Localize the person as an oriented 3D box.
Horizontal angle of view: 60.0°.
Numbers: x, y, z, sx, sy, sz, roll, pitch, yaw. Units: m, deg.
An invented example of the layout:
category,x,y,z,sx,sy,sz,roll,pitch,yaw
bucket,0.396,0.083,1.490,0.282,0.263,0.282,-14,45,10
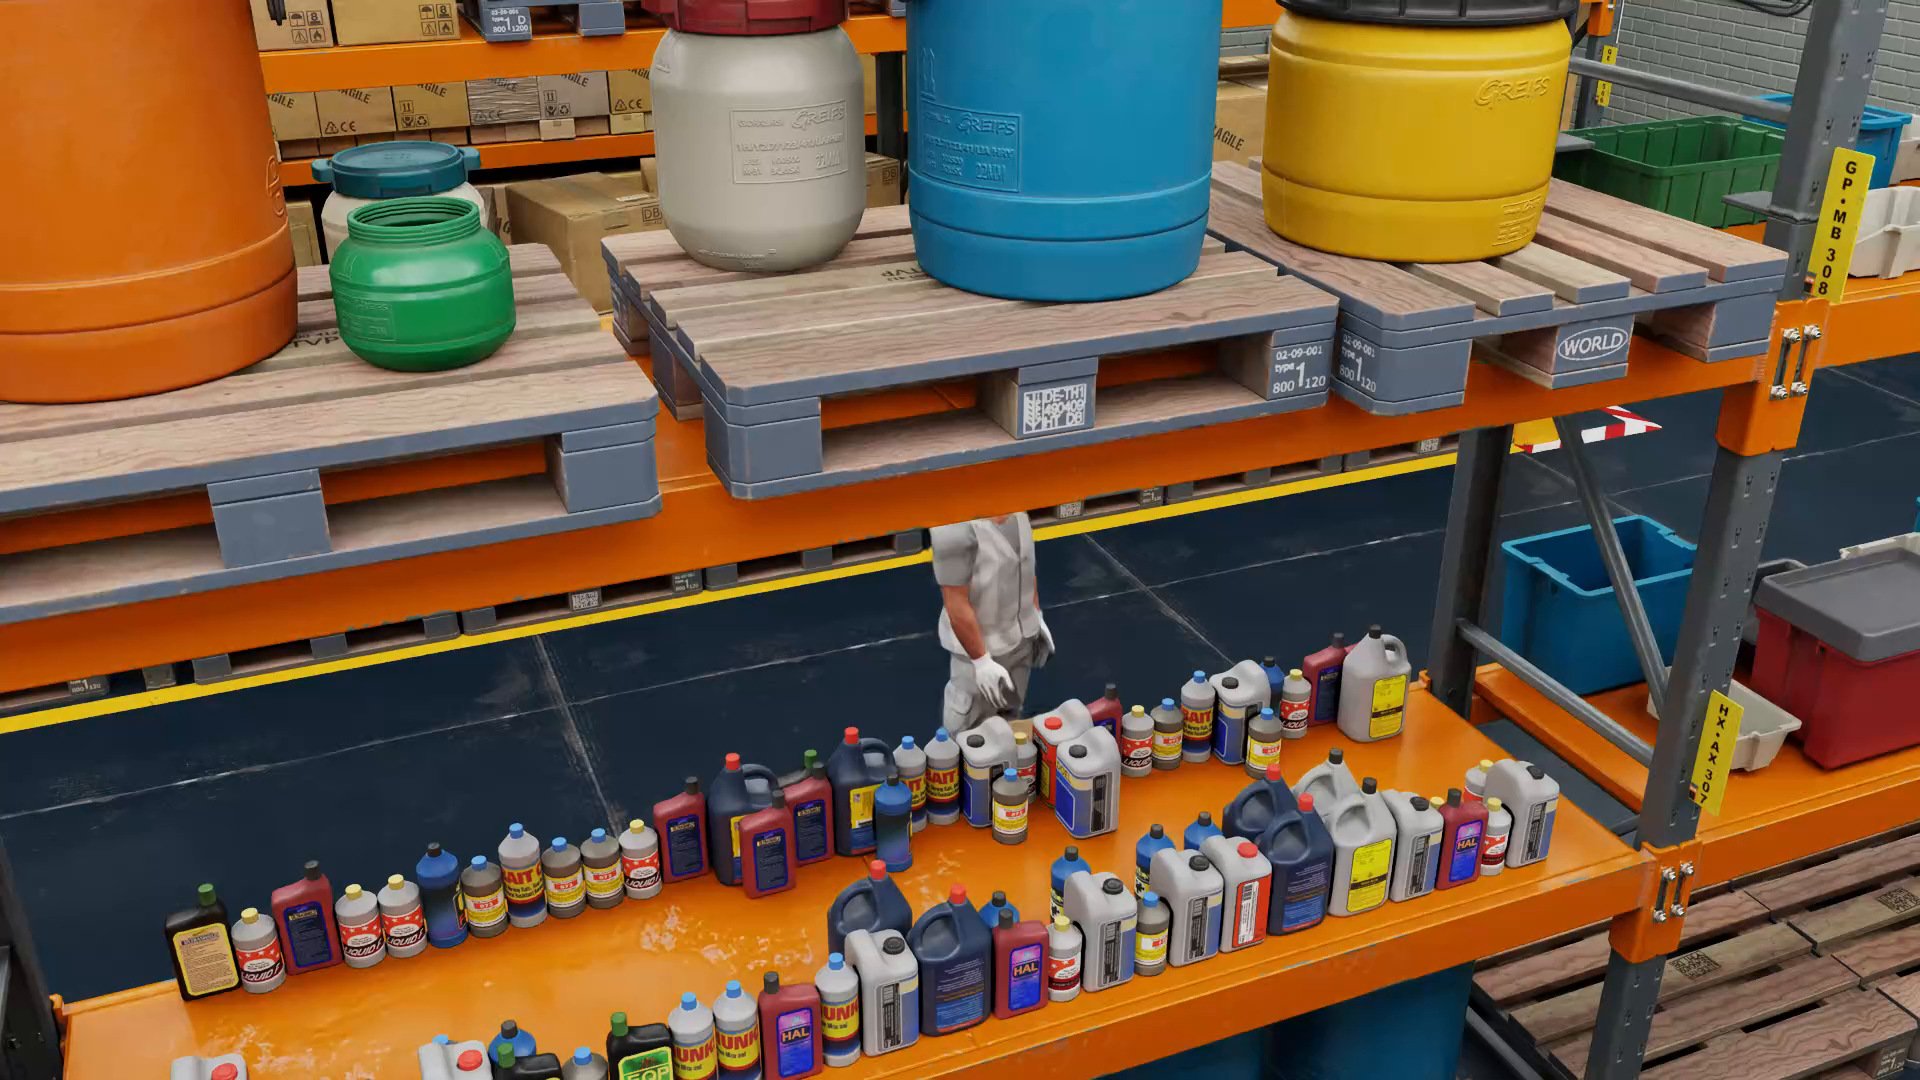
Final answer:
category,x,y,z,sx,sy,sz,roll,pitch,yaw
person,0.120,0.410,6.196,0.423,1.794,0.600,17,31,32
